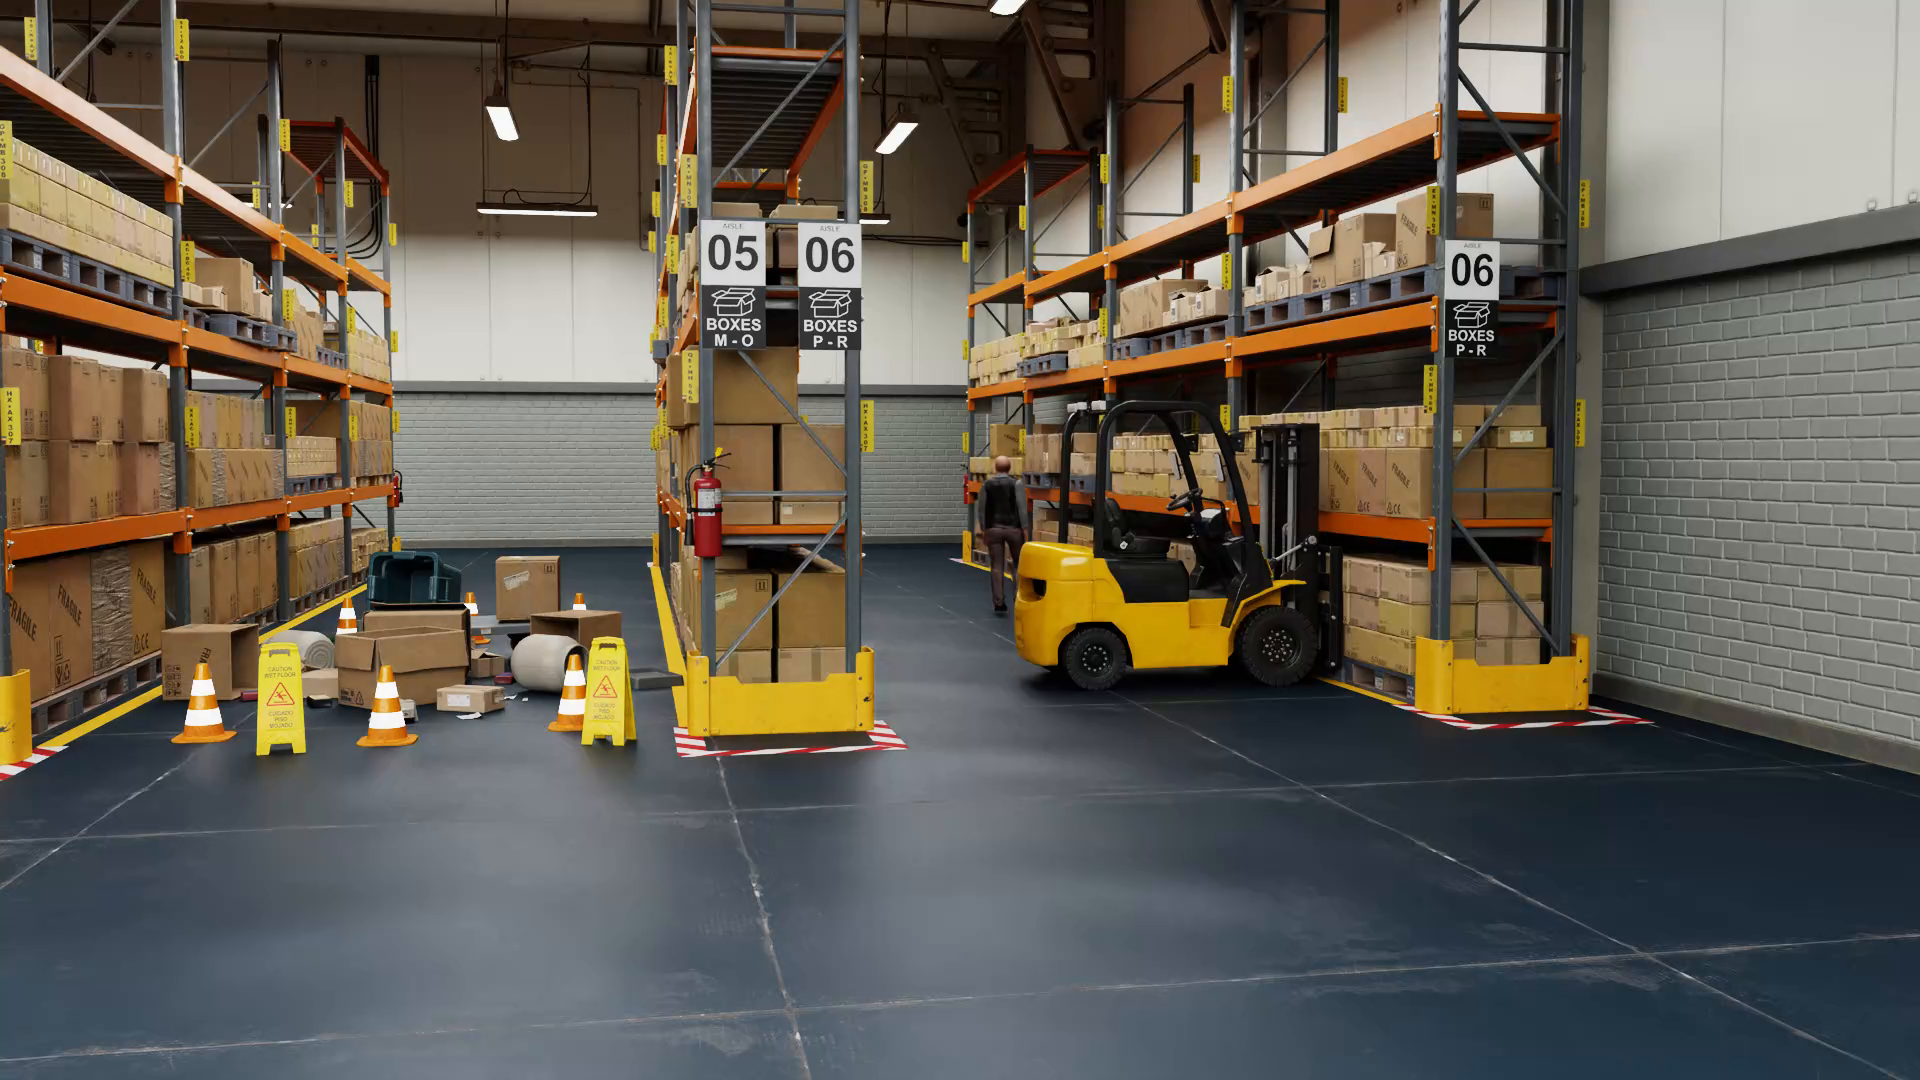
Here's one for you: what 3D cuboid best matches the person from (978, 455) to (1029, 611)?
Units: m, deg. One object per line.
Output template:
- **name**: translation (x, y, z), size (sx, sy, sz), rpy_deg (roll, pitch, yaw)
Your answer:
- **person**: translation (0.495, -0.057, 18.324), size (0.615, 1.747, 0.527), rpy_deg (0, 3, 7)
